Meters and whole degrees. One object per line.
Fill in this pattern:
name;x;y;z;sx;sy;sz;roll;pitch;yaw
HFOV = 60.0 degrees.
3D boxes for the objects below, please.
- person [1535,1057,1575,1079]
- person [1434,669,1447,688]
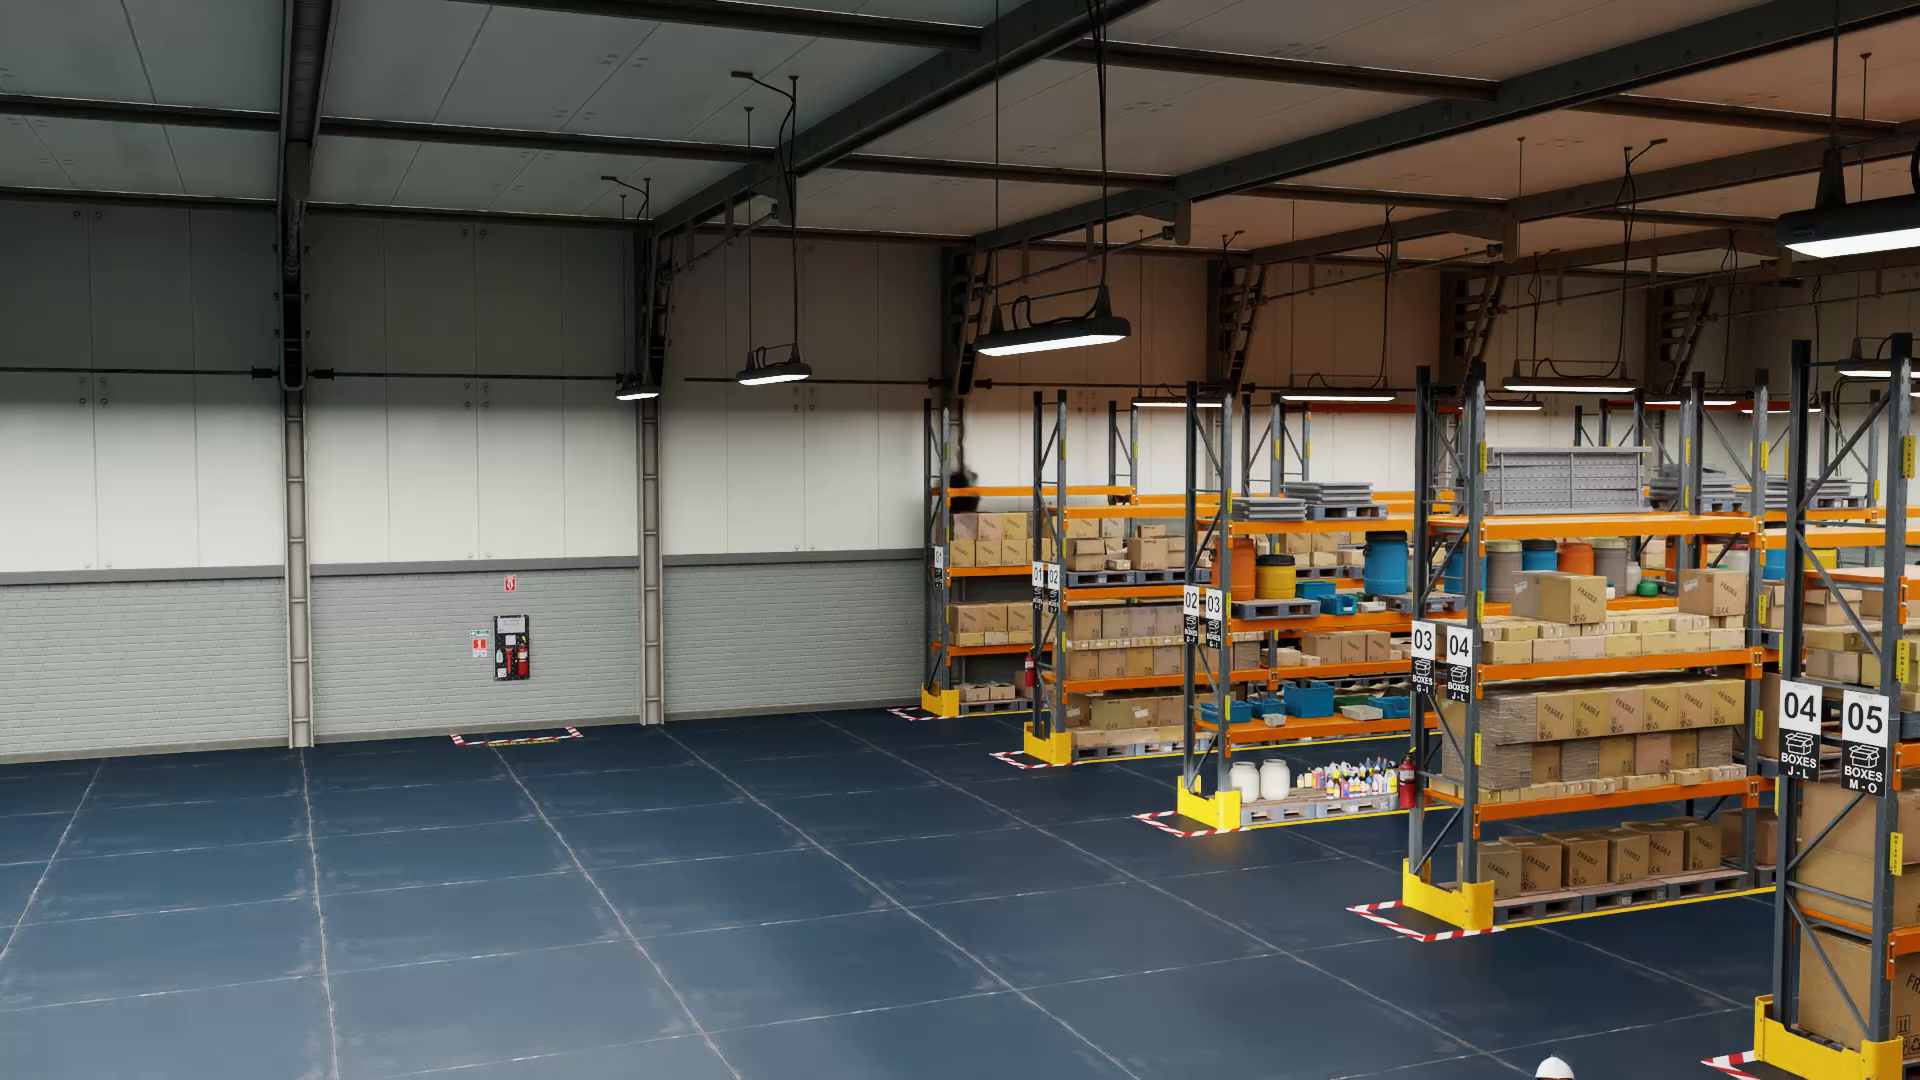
person;3.299;3.746;9.138;0.666;1.802;0.765;2;4;27
person;9.721;2.350;33.640;1.027;1.720;0.543;-2;4;-25
